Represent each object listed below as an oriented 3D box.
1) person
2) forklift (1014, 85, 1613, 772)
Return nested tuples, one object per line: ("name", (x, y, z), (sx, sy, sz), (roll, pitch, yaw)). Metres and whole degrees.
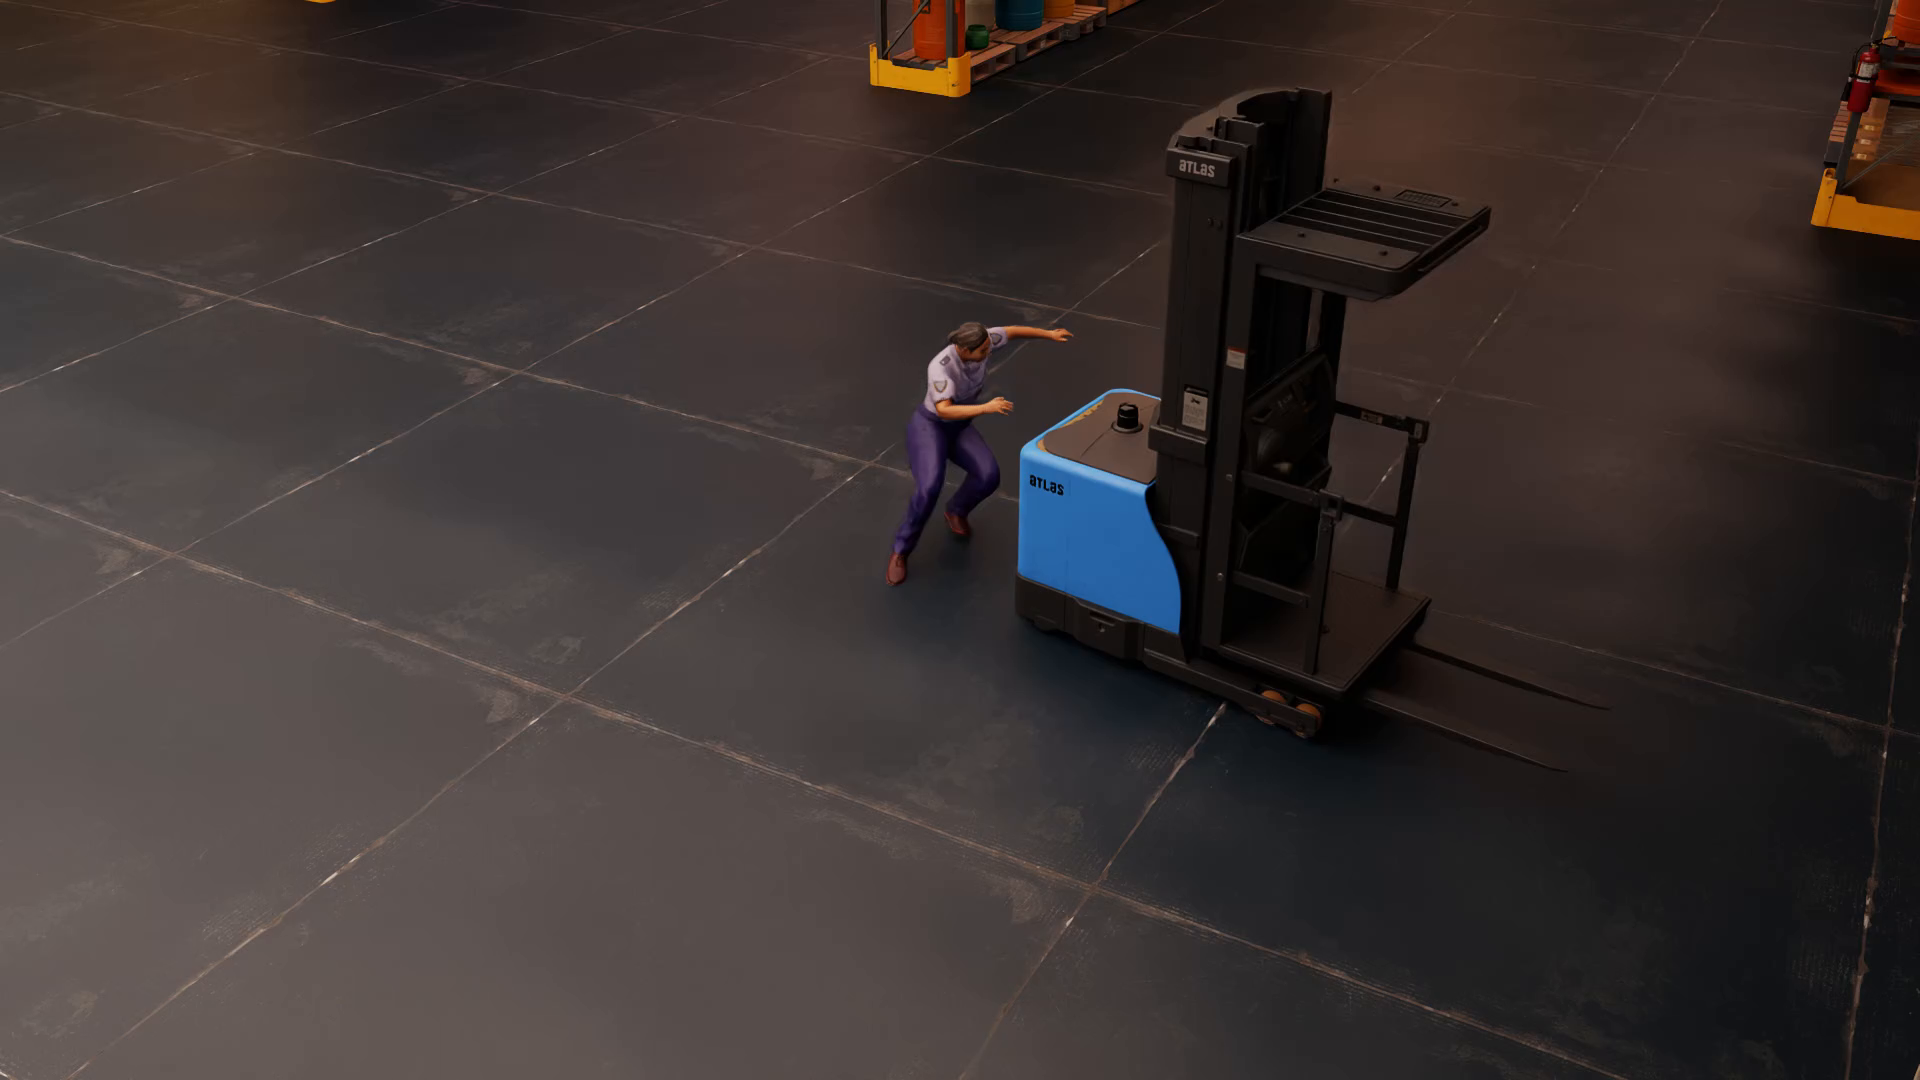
("person", (0.071, -0.631, 9.739), (0.760, 1.378, 1.529), (24, 38, 36))
("forklift", (1.790, -0.585, 8.085), (3.031, 2.935, 1.130), (20, 36, 31))
